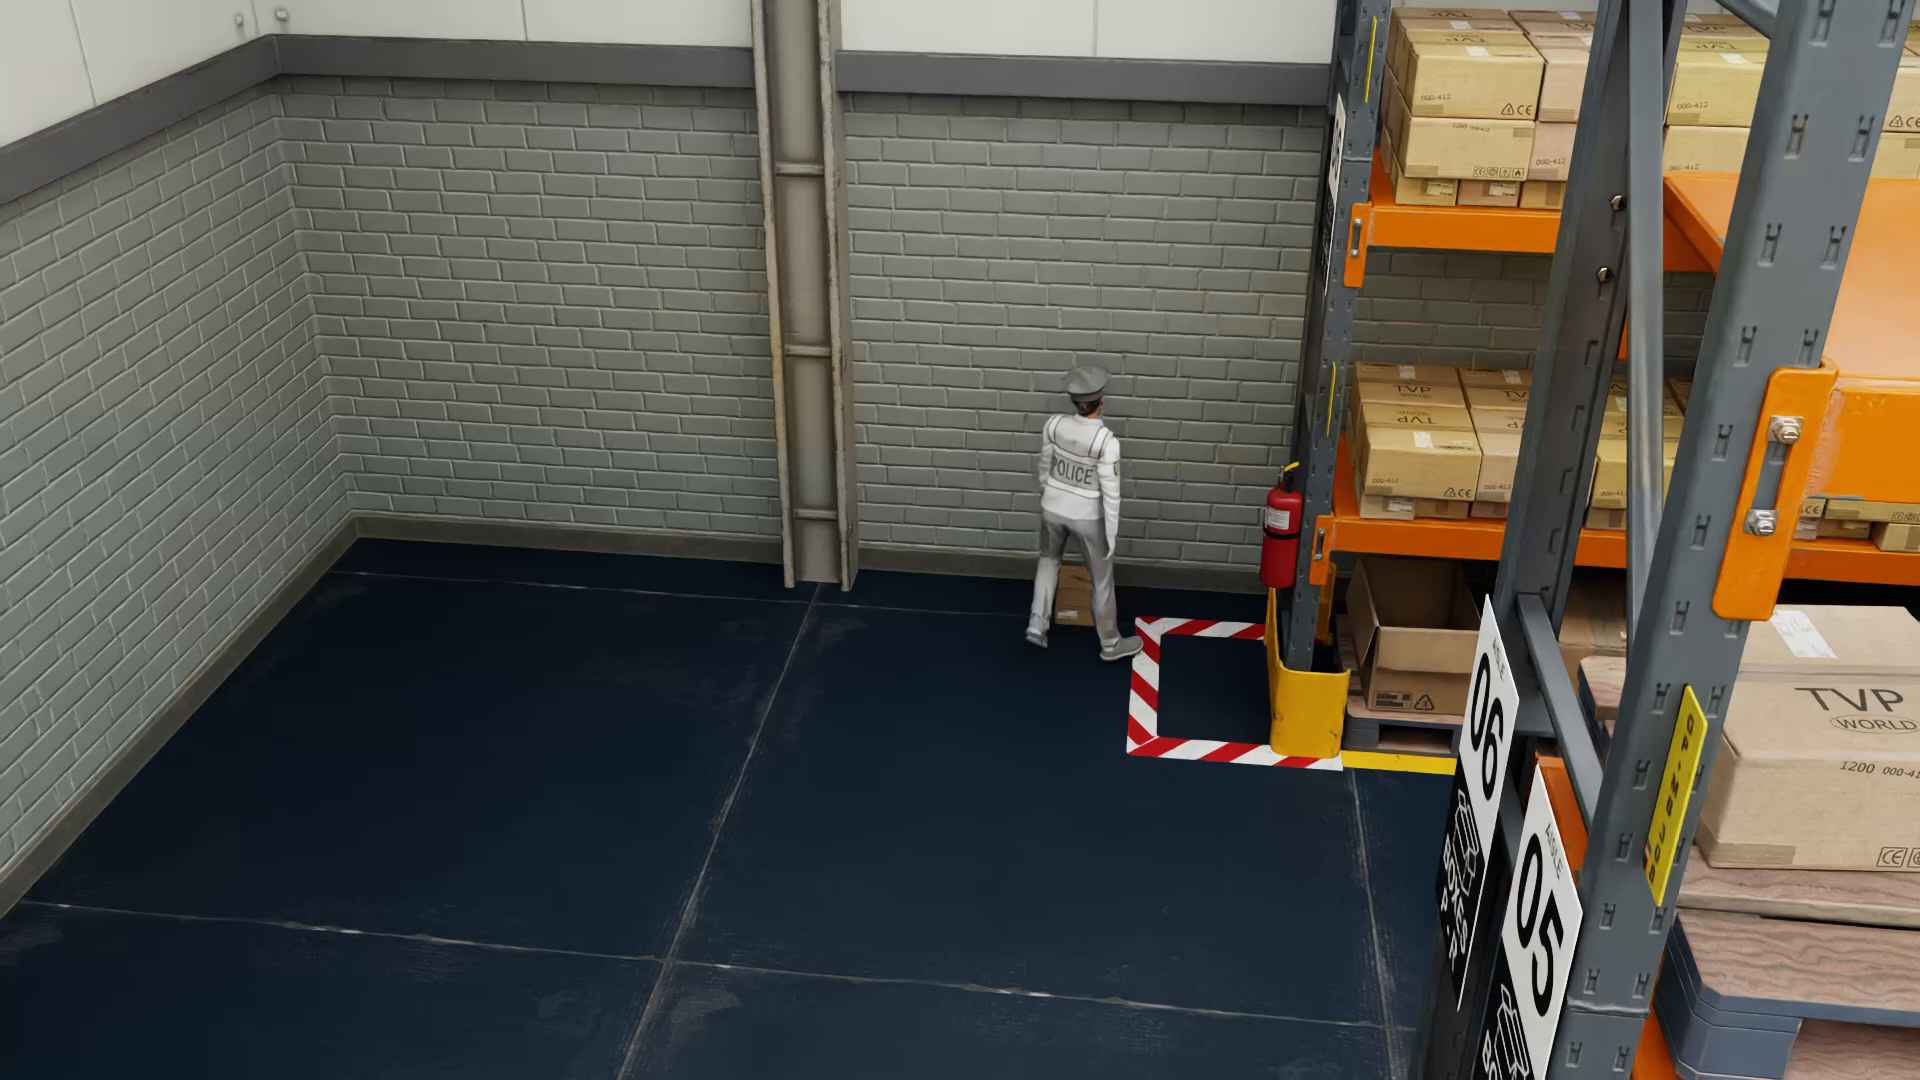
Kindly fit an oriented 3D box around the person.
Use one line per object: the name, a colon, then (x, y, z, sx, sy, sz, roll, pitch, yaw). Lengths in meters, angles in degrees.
person: (0.640, -0.103, 8.758, 0.598, 1.664, 0.554, 16, 32, 27)
